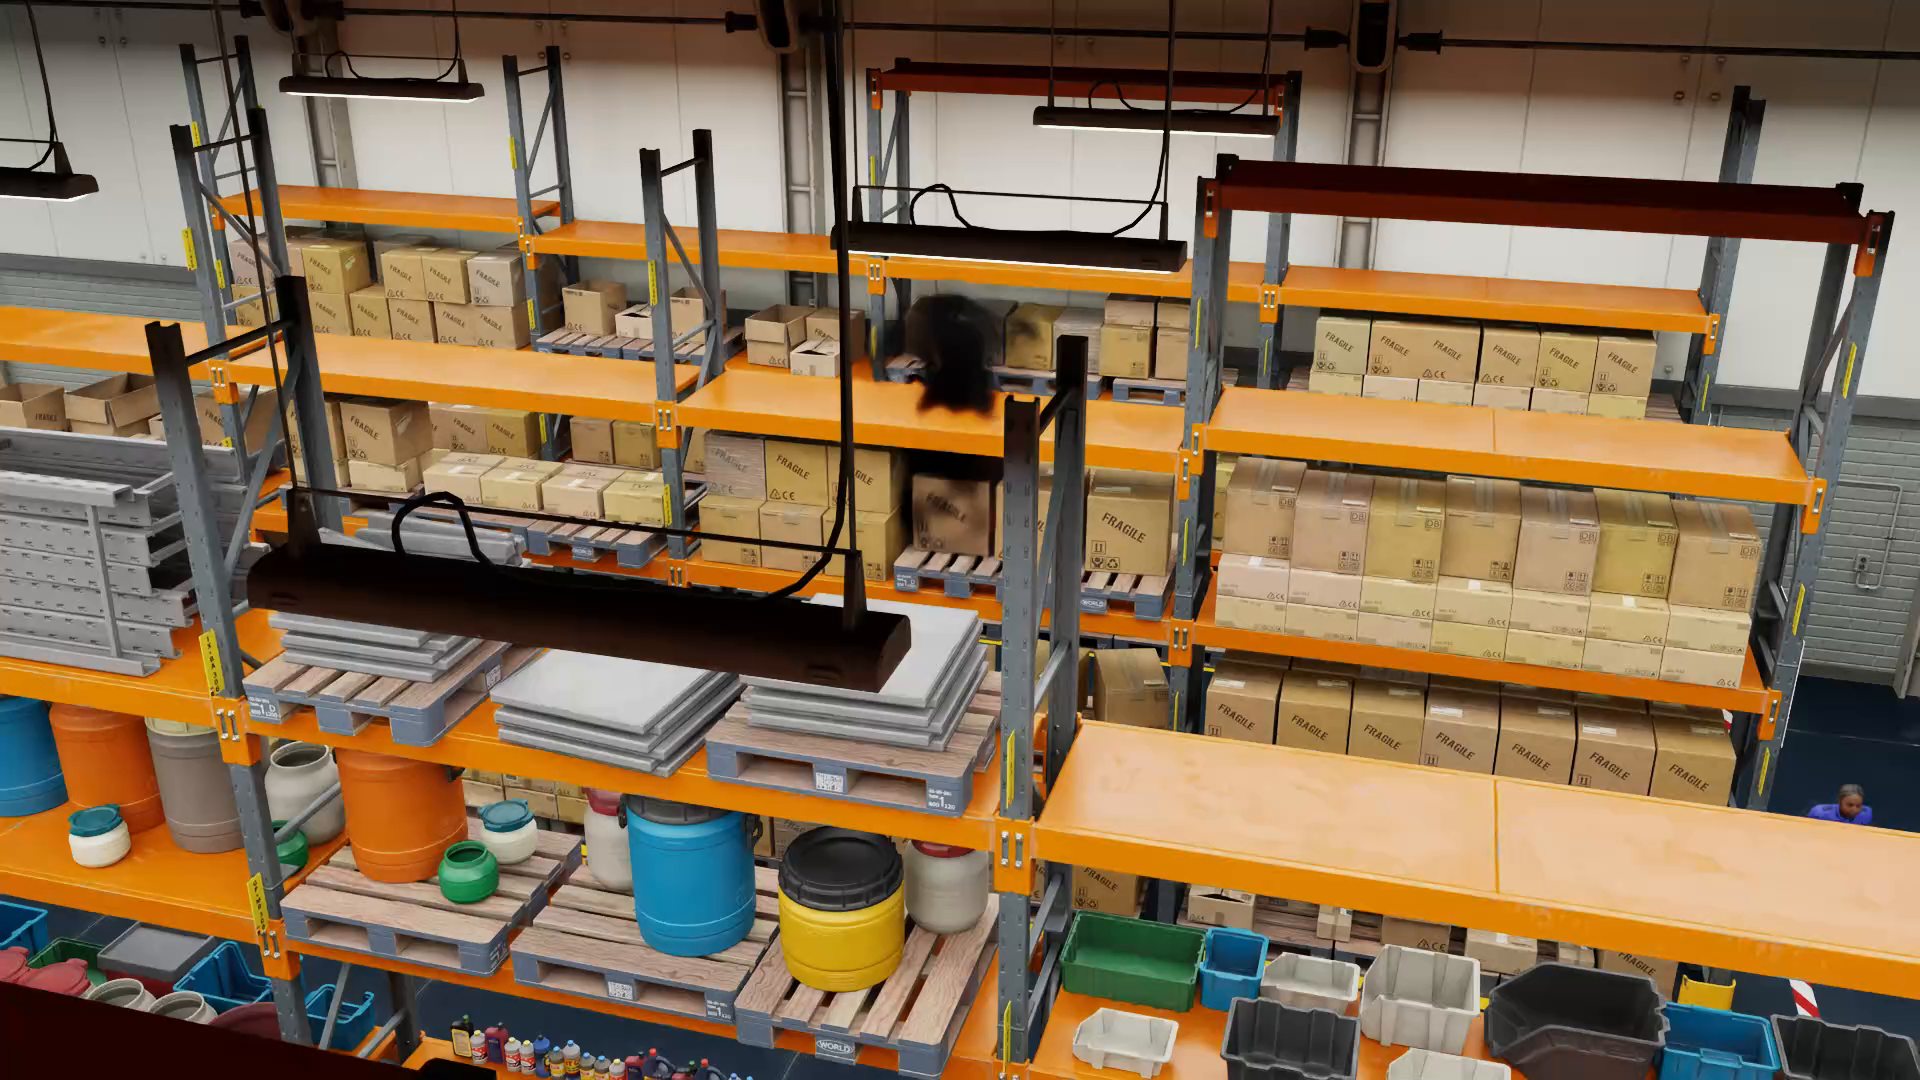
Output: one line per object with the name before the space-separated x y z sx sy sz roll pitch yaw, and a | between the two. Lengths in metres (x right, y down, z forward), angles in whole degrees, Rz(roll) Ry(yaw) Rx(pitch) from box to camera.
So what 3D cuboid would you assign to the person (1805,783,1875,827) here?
person | 6.669 2.466 12.799 0.563 1.603 0.838 8 24 18
